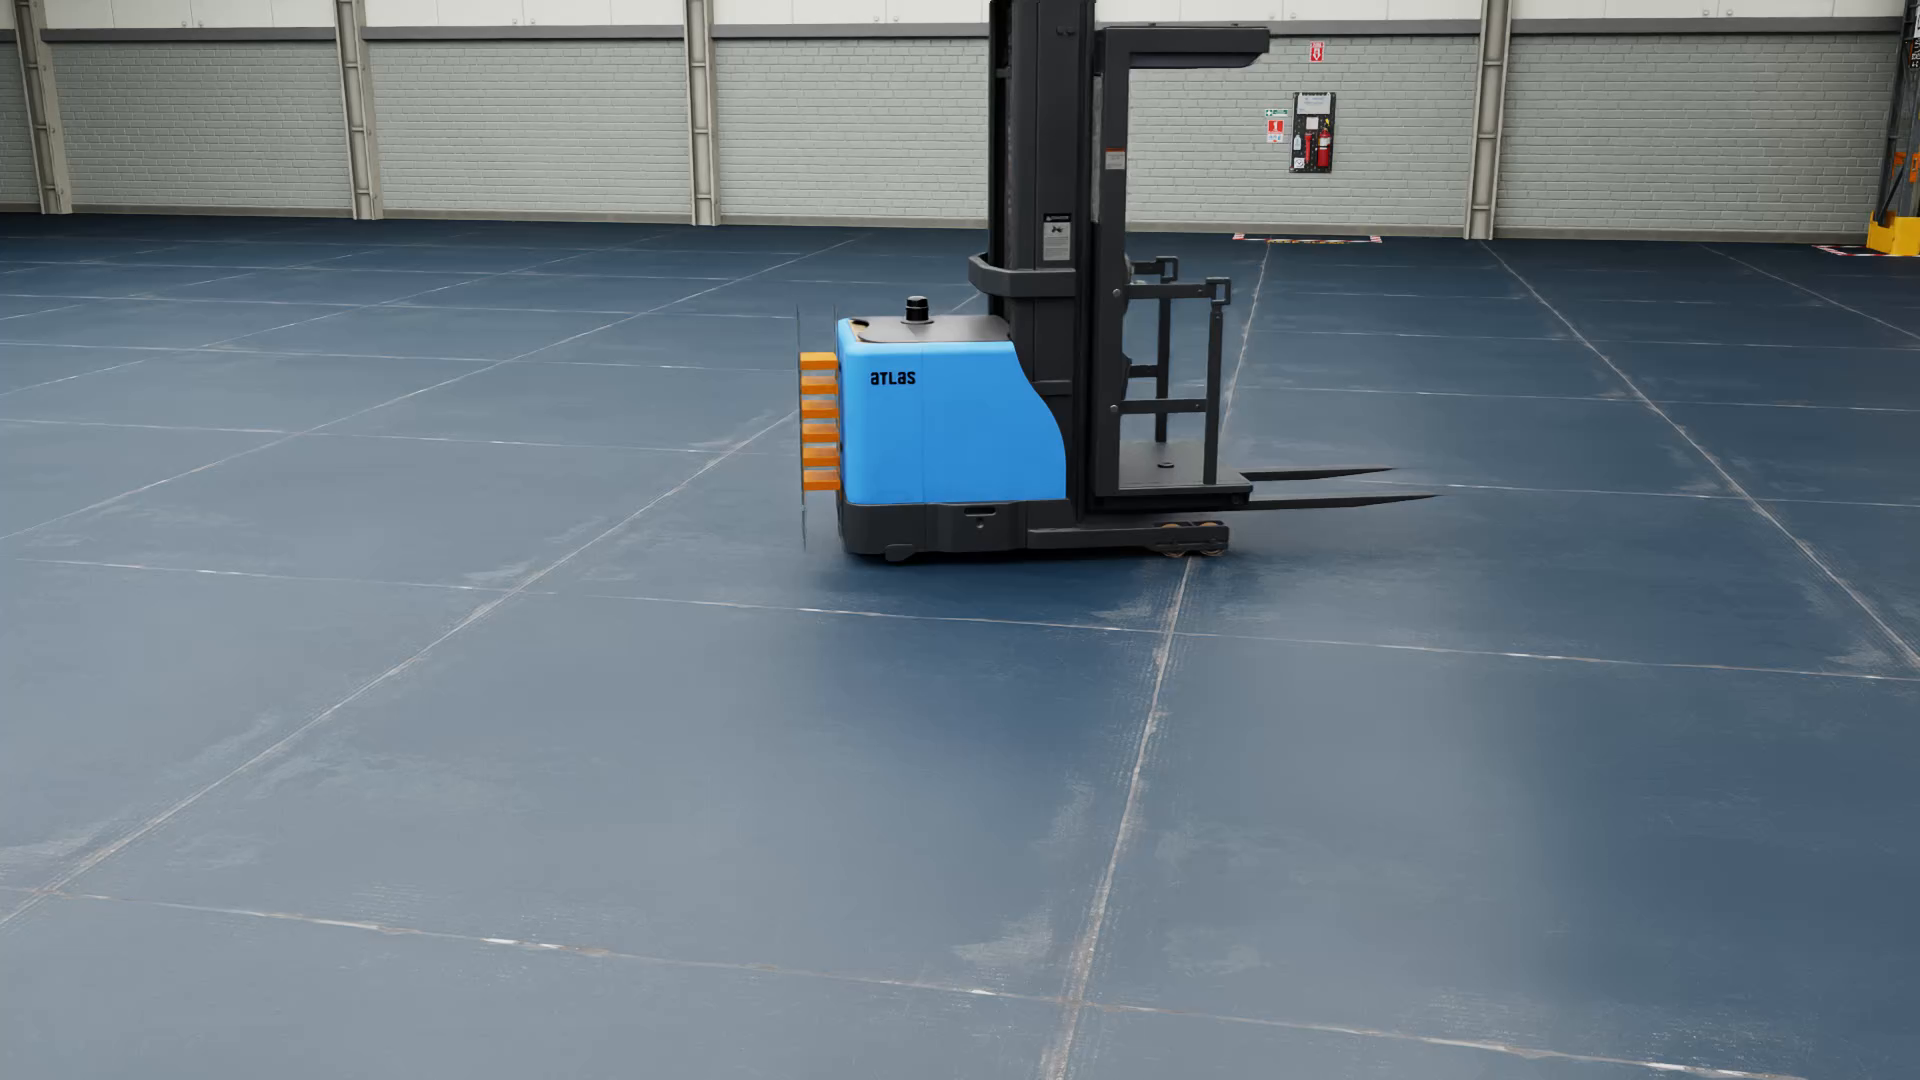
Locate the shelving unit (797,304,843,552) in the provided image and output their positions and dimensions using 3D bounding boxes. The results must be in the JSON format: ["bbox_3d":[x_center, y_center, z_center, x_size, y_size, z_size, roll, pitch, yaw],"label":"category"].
[{"bbox_3d":[-0.695,-0.551,8.235,0.189,1.200,0.258,-2,16,-7],"label":"shelving unit"}]

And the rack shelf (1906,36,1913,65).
[{"bbox_3d":[14.644,-6.395,21.688,4.000,0.370,1.077,3,16,11],"label":"rack shelf"}]

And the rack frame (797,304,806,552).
[{"bbox_3d":[-0.785,-0.548,8.224,0.006,1.200,0.240,-2,16,-7],"label":"rack frame"}]

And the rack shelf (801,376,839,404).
[{"bbox_3d":[-0.695,-0.740,8.183,0.180,0.103,0.258,-2,16,-7],"label":"rack shelf"}]

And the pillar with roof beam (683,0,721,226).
[{"bbox_3d":[-4.955,-8.314,21.650,0.400,9.000,9.100,3,16,11],"label":"pillar with roof beam"}]

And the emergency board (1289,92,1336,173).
[{"bbox_3d":[5.248,-6.052,24.722,0.643,1.169,0.194,3,16,11],"label":"emergency board"}]

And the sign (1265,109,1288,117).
[{"bbox_3d":[4.730,-6.379,24.841,0.331,0.109,0.001,3,16,11],"label":"sign"}]

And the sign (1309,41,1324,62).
[{"bbox_3d":[5.260,-7.196,24.508,0.199,0.298,0.001,3,16,11],"label":"sign"}]

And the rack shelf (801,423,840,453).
[{"bbox_3d":[-0.695,-0.509,8.247,0.180,0.103,0.258,-2,16,-7],"label":"rack shelf"}]

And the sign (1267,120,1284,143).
[{"bbox_3d":[4.727,-6.126,24.921,0.234,0.329,0.001,3,16,11],"label":"sign"}]

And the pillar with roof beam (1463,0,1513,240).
[{"bbox_3d":[6.805,-7.676,19.345,0.400,9.000,9.100,3,16,11],"label":"pillar with roof beam"}]

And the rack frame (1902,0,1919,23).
[{"bbox_3d":[12.684,-8.294,21.576,0.127,3.000,1.000,3,16,11],"label":"rack frame"}]

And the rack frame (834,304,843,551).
[{"bbox_3d":[-0.604,-0.555,8.246,0.006,1.200,0.240,-2,16,-7],"label":"rack frame"}]

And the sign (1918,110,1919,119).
[{"bbox_3d":[12.576,-5.678,21.749,0.005,0.325,0.100,3,16,11],"label":"sign"}]

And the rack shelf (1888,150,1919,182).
[{"bbox_3d":[14.644,-4.950,22.089,4.000,0.370,1.077,3,16,11],"label":"rack shelf"}]

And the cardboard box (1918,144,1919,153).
[{"bbox_3d":[13.181,-5.366,22.487,0.500,0.250,0.500,3,16,12],"label":"cardboard box"}]

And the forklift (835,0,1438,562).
[{"bbox_3d":[0.896,-1.463,8.283,3.031,2.935,1.130,-2,16,-7],"label":"forklift"}]

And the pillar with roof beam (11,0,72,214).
[{"bbox_3d":[-16.714,-8.953,23.954,0.400,9.000,9.100,3,16,11],"label":"pillar with roof beam"}]

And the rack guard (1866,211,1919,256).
[{"bbox_3d":[12.758,-4.194,22.696,0.348,0.500,1.175,3,16,11],"label":"rack guard"}]

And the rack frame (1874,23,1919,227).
[{"bbox_3d":[12.684,-5.403,22.377,0.127,3.000,1.000,3,16,11],"label":"rack frame"}]

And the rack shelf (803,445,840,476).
[{"bbox_3d":[-0.695,-0.393,8.279,0.180,0.103,0.258,-2,16,-7],"label":"rack shelf"}]

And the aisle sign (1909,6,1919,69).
[{"bbox_3d":[12.554,-6.581,21.760,0.004,0.787,0.394,3,16,11],"label":"aisle sign"}]

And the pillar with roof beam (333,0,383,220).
[{"bbox_3d":[-10.834,-8.633,22.802,0.400,9.000,9.100,3,16,11],"label":"pillar with roof beam"}]

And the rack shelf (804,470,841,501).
[{"bbox_3d":[-0.695,-0.277,8.311,0.180,0.103,0.258,-2,16,-7],"label":"rack shelf"}]

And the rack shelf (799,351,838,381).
[{"bbox_3d":[-0.695,-0.856,8.151,0.180,0.103,0.258,-2,16,-7],"label":"rack shelf"}]

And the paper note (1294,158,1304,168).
[{"bbox_3d":[5.089,-5.655,24.939,0.142,0.148,0.016,3,16,11],"label":"paper note"}]

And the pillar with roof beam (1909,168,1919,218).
[{"bbox_3d":[12.684,-7.357,18.193,0.400,9.000,9.100,3,16,11],"label":"pillar with roof beam"}]

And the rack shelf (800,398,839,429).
[{"bbox_3d":[-0.695,-0.624,8.215,0.180,0.103,0.258,-2,16,-7],"label":"rack shelf"}]
